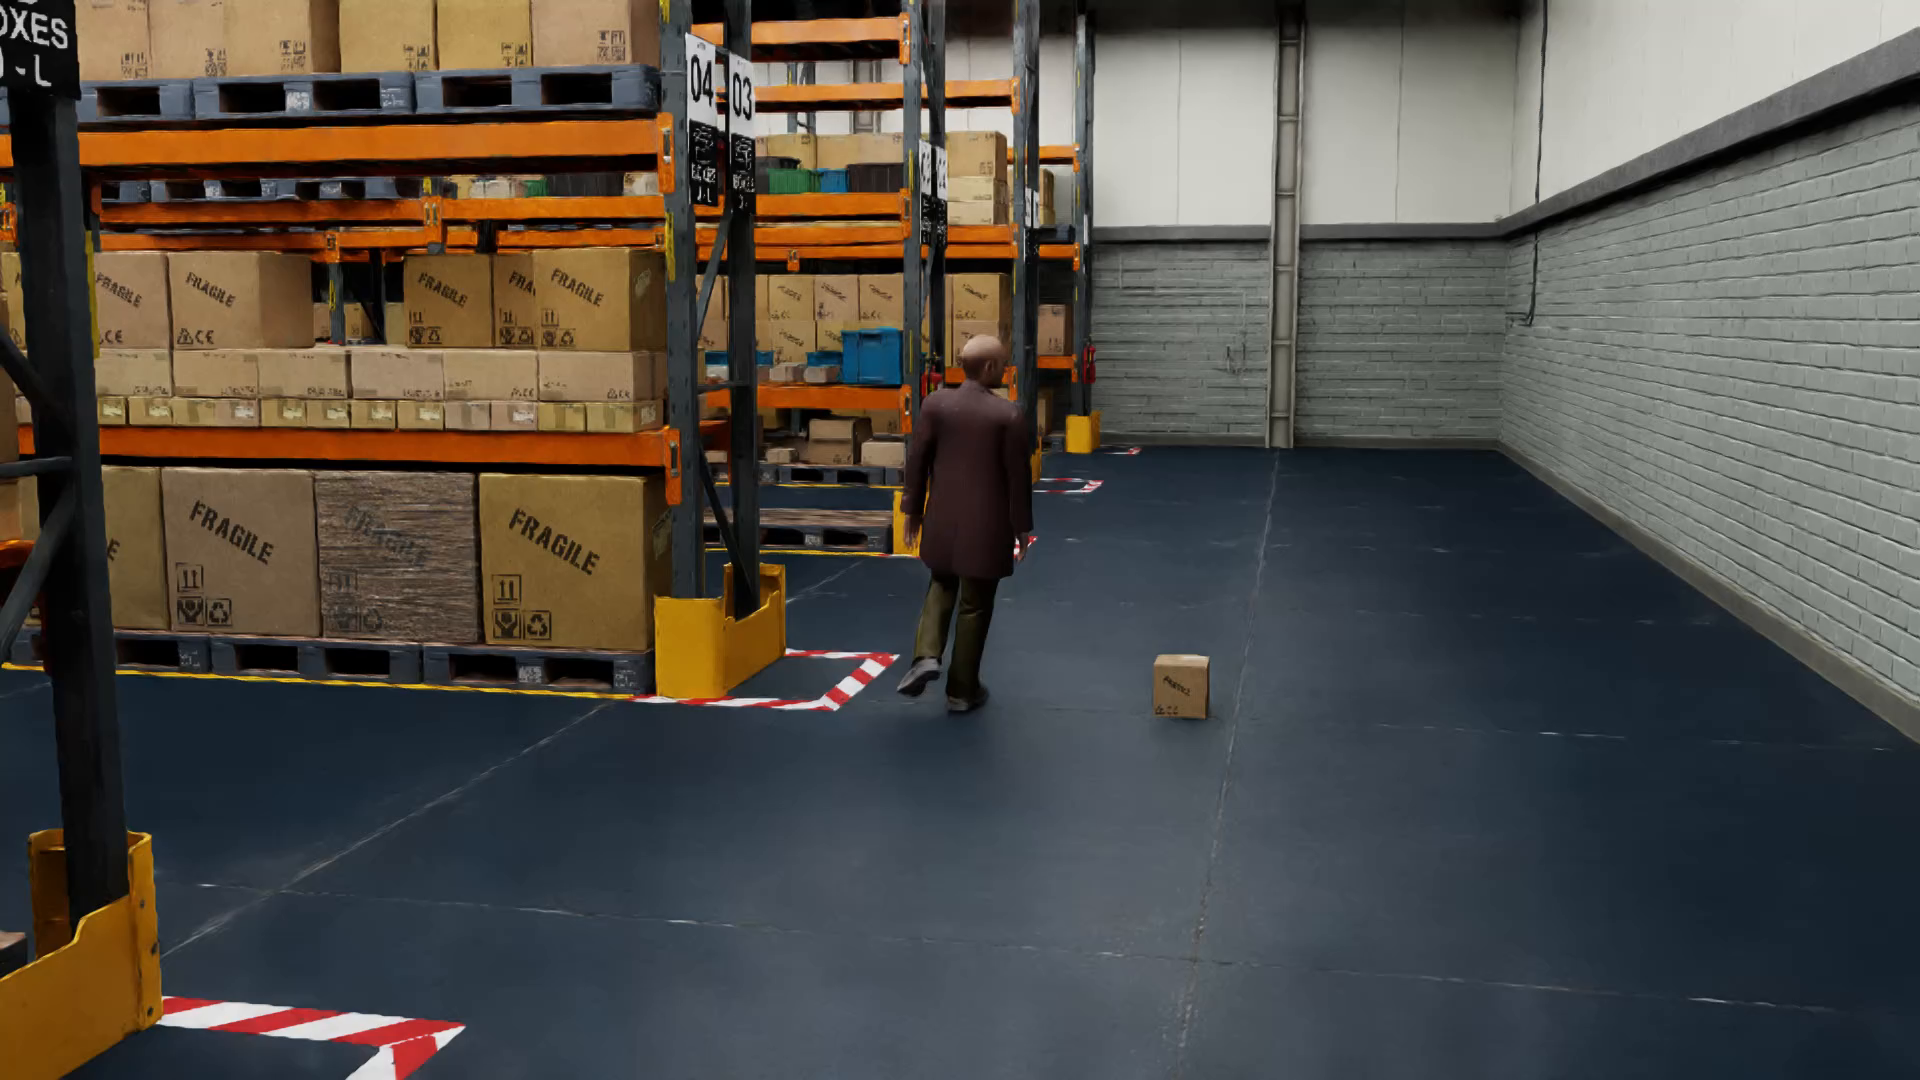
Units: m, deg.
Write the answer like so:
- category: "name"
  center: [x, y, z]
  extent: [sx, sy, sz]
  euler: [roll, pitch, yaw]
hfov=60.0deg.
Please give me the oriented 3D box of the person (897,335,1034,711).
- category: "person"
  center: [0.042, -0.074, 7.823]
  extent: [0.677, 1.771, 0.528]
  euler: [3, 8, 23]
